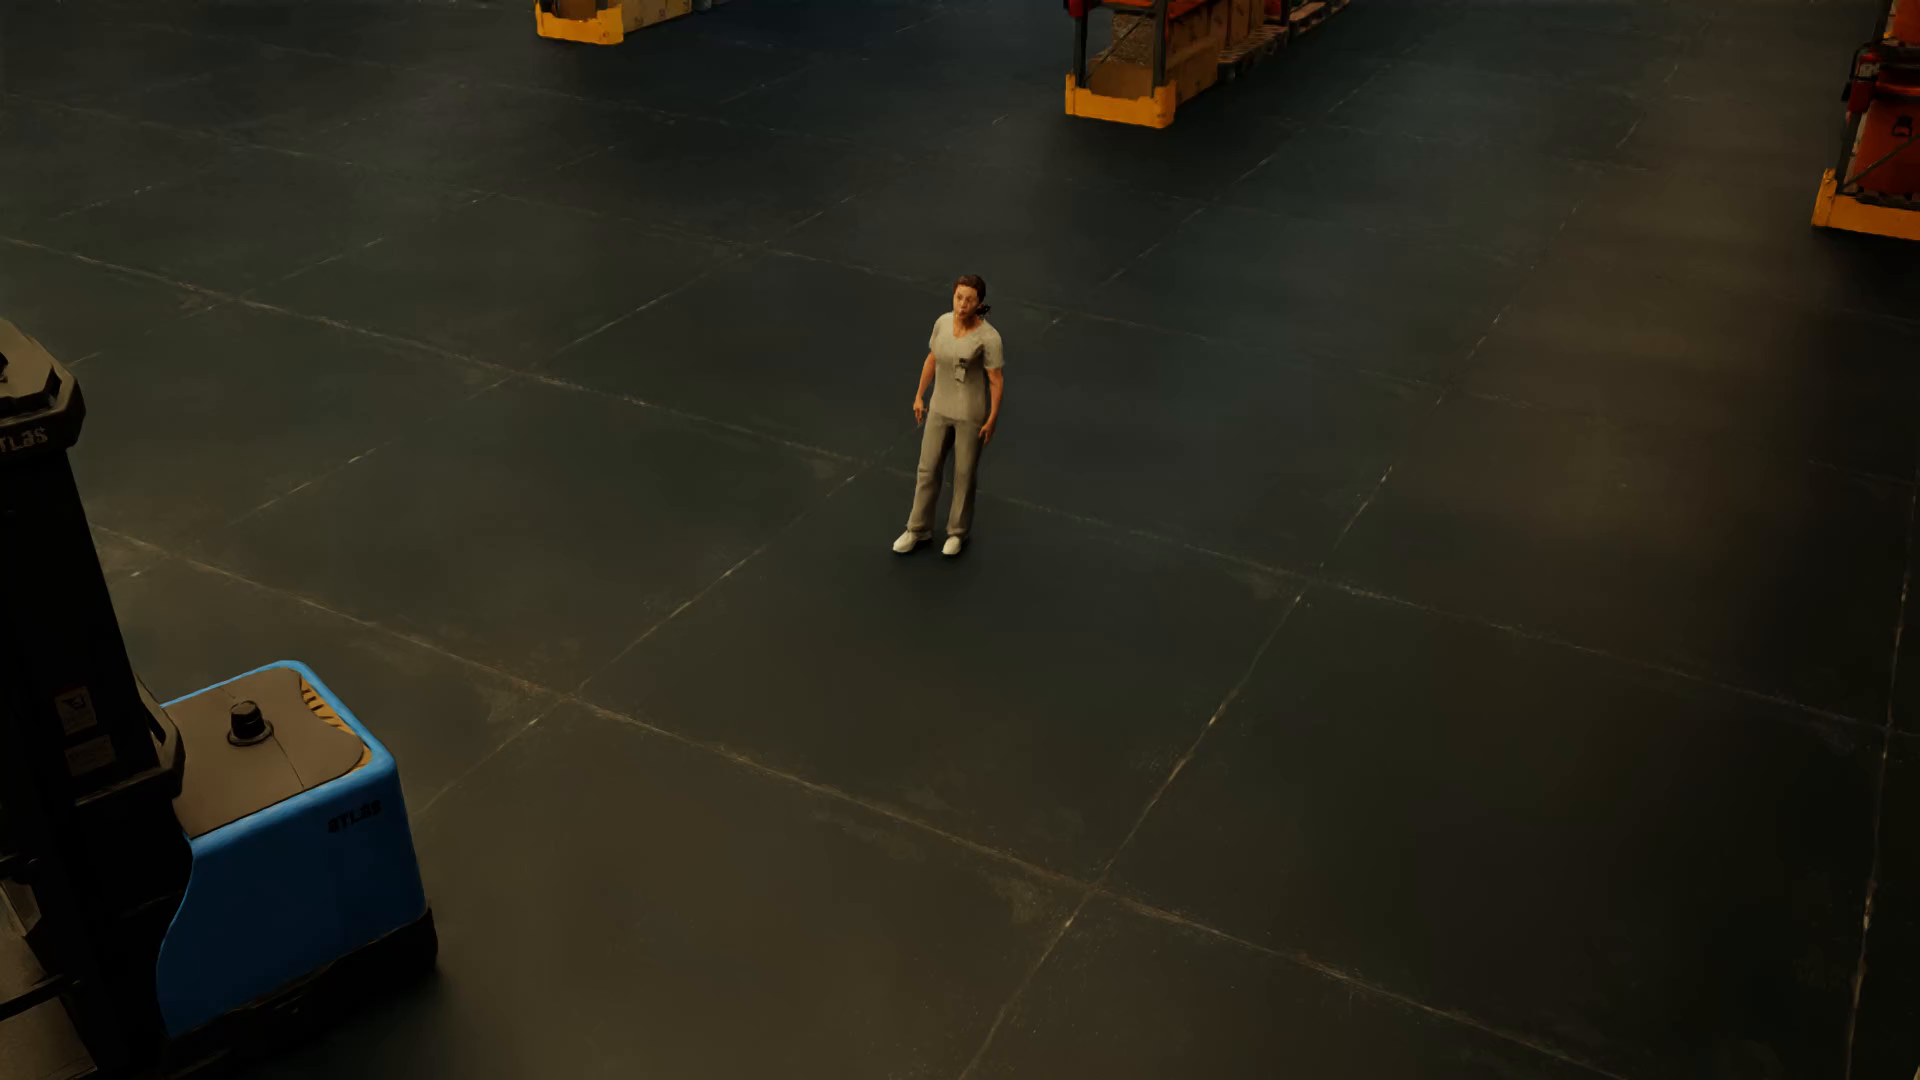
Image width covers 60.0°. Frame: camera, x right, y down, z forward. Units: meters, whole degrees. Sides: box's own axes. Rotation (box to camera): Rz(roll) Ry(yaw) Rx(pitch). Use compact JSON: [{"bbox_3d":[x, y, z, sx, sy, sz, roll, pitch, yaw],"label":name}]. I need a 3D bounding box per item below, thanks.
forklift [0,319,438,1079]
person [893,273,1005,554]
[{"bbox_3d":[-3.610,0.807,5.672,3.031,2.935,1.130,-24,37,-35],"label":"forklift"},{"bbox_3d":[-0.047,-0.678,9.544,0.550,1.616,0.548,15,33,25],"label":"person"}]
